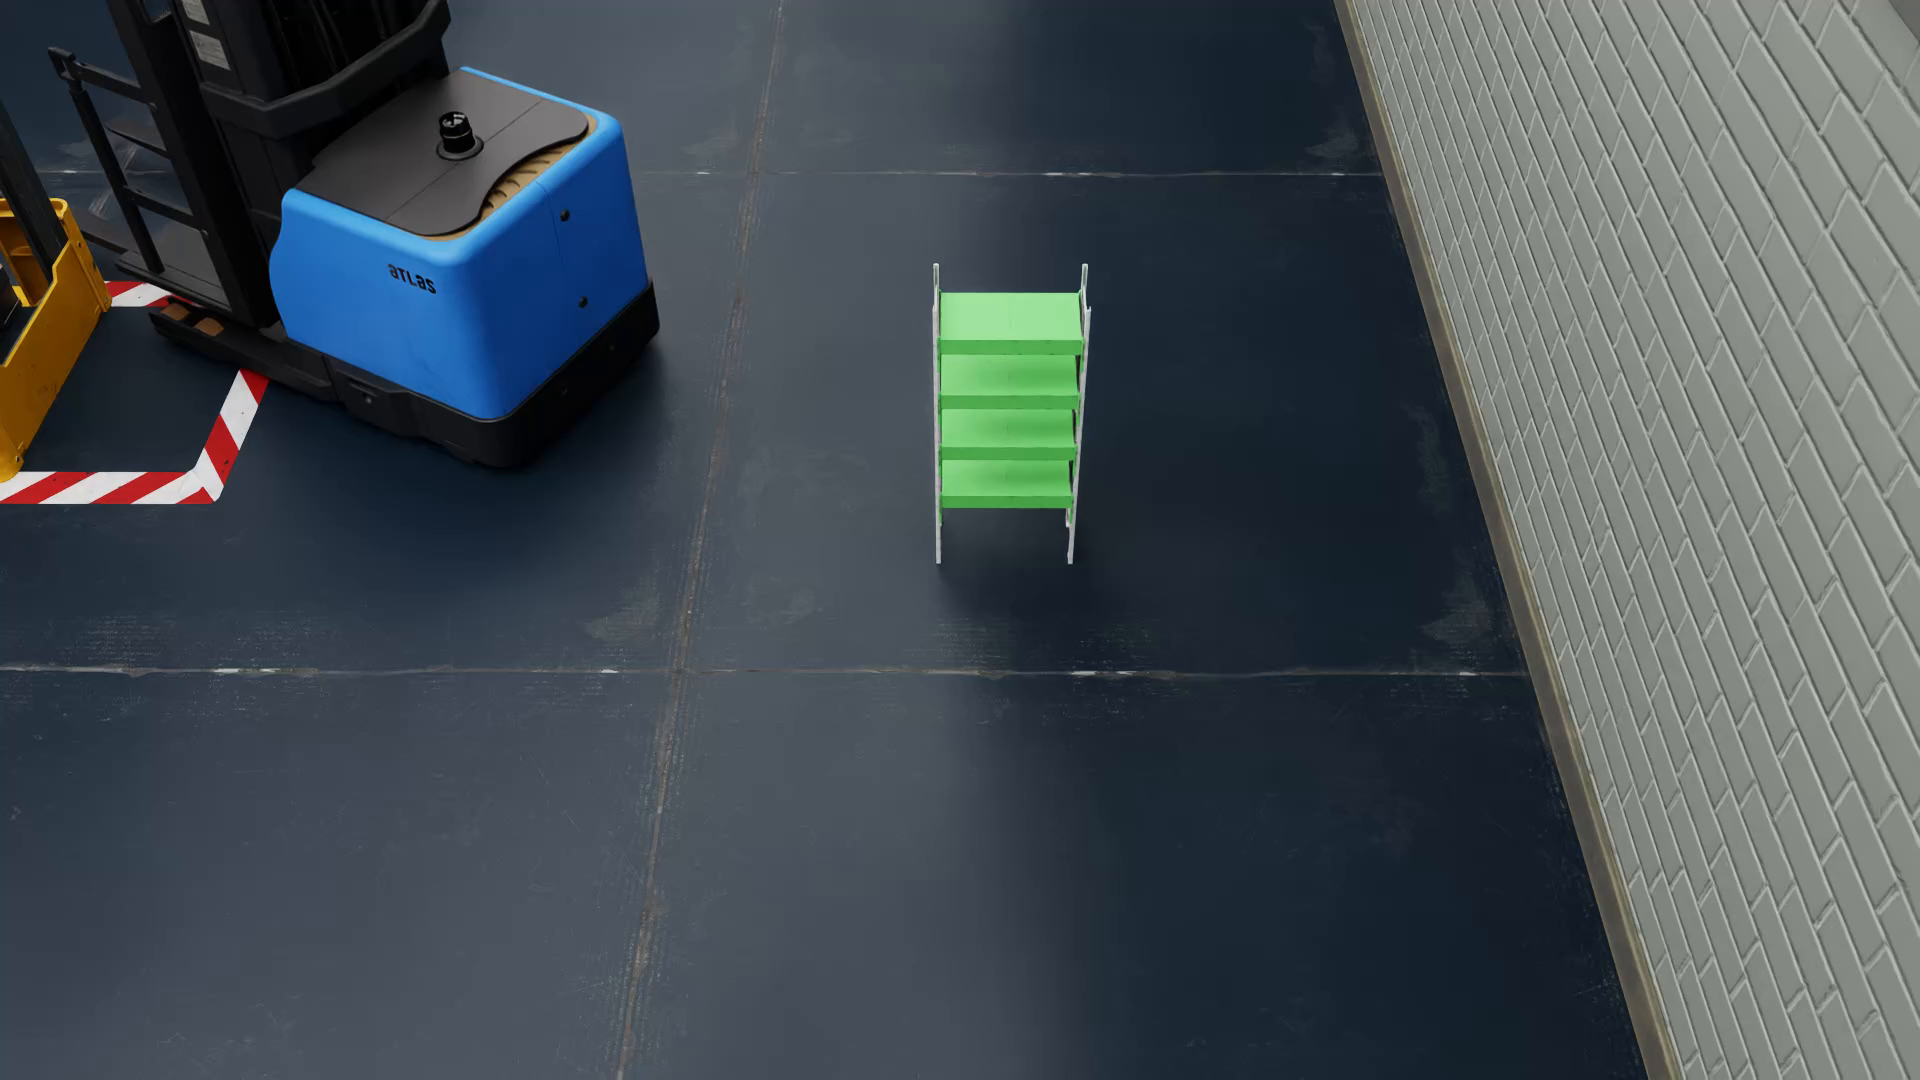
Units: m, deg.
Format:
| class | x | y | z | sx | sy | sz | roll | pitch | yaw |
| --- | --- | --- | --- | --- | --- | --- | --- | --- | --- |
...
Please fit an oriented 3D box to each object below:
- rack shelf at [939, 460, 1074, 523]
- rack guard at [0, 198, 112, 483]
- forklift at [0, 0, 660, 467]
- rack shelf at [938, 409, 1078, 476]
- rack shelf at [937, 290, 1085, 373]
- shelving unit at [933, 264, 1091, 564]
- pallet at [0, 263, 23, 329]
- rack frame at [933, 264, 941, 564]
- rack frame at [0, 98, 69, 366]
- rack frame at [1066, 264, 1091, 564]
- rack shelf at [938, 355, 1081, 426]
| class | x | y | z | sx | sy | sz | roll | pitch | yaw |
| --- | --- | --- | --- | --- | --- | --- | --- | --- | --- |
| rack shelf | 0.166 | -0.201 | 6.033 | 0.480 | 0.148 | 0.258 | 0 | 47 | 0 |
| rack guard | -3.849 | -0.816 | 6.668 | 0.348 | 0.500 | 1.175 | 0 | 47 | 0 |
| forklift | -2.802 | -2.074 | 6.178 | 3.031 | 2.935 | 1.130 | 22 | 51 | 19 |
| rack shelf | 0.166 | -0.365 | 5.857 | 0.480 | 0.148 | 0.258 | 0 | 47 | 0 |
| rack shelf | 0.166 | -0.692 | 5.506 | 0.480 | 0.148 | 0.258 | 0 | 47 | 0 |
| shelving unit | 0.166 | -0.408 | 5.810 | 0.503 | 1.200 | 0.258 | 0 | 47 | 0 |
| pallet | -4.661 | -0.746 | 6.800 | 1.213 | 0.211 | 1.003 | 0 | 47 | 0 |
| rack frame | -0.078 | -0.409 | 5.811 | 0.015 | 1.200 | 0.240 | 0 | 47 | 0 |
| rack frame | -3.773 | -1.667 | 5.753 | 0.127 | 3.000 | 1.000 | 0 | 47 | 0 |
| rack frame | 0.410 | -0.408 | 5.810 | 0.015 | 1.200 | 0.240 | 0 | 47 | 0 |
| rack shelf | 0.166 | -0.528 | 5.681 | 0.480 | 0.148 | 0.258 | 0 | 47 | 0 |
